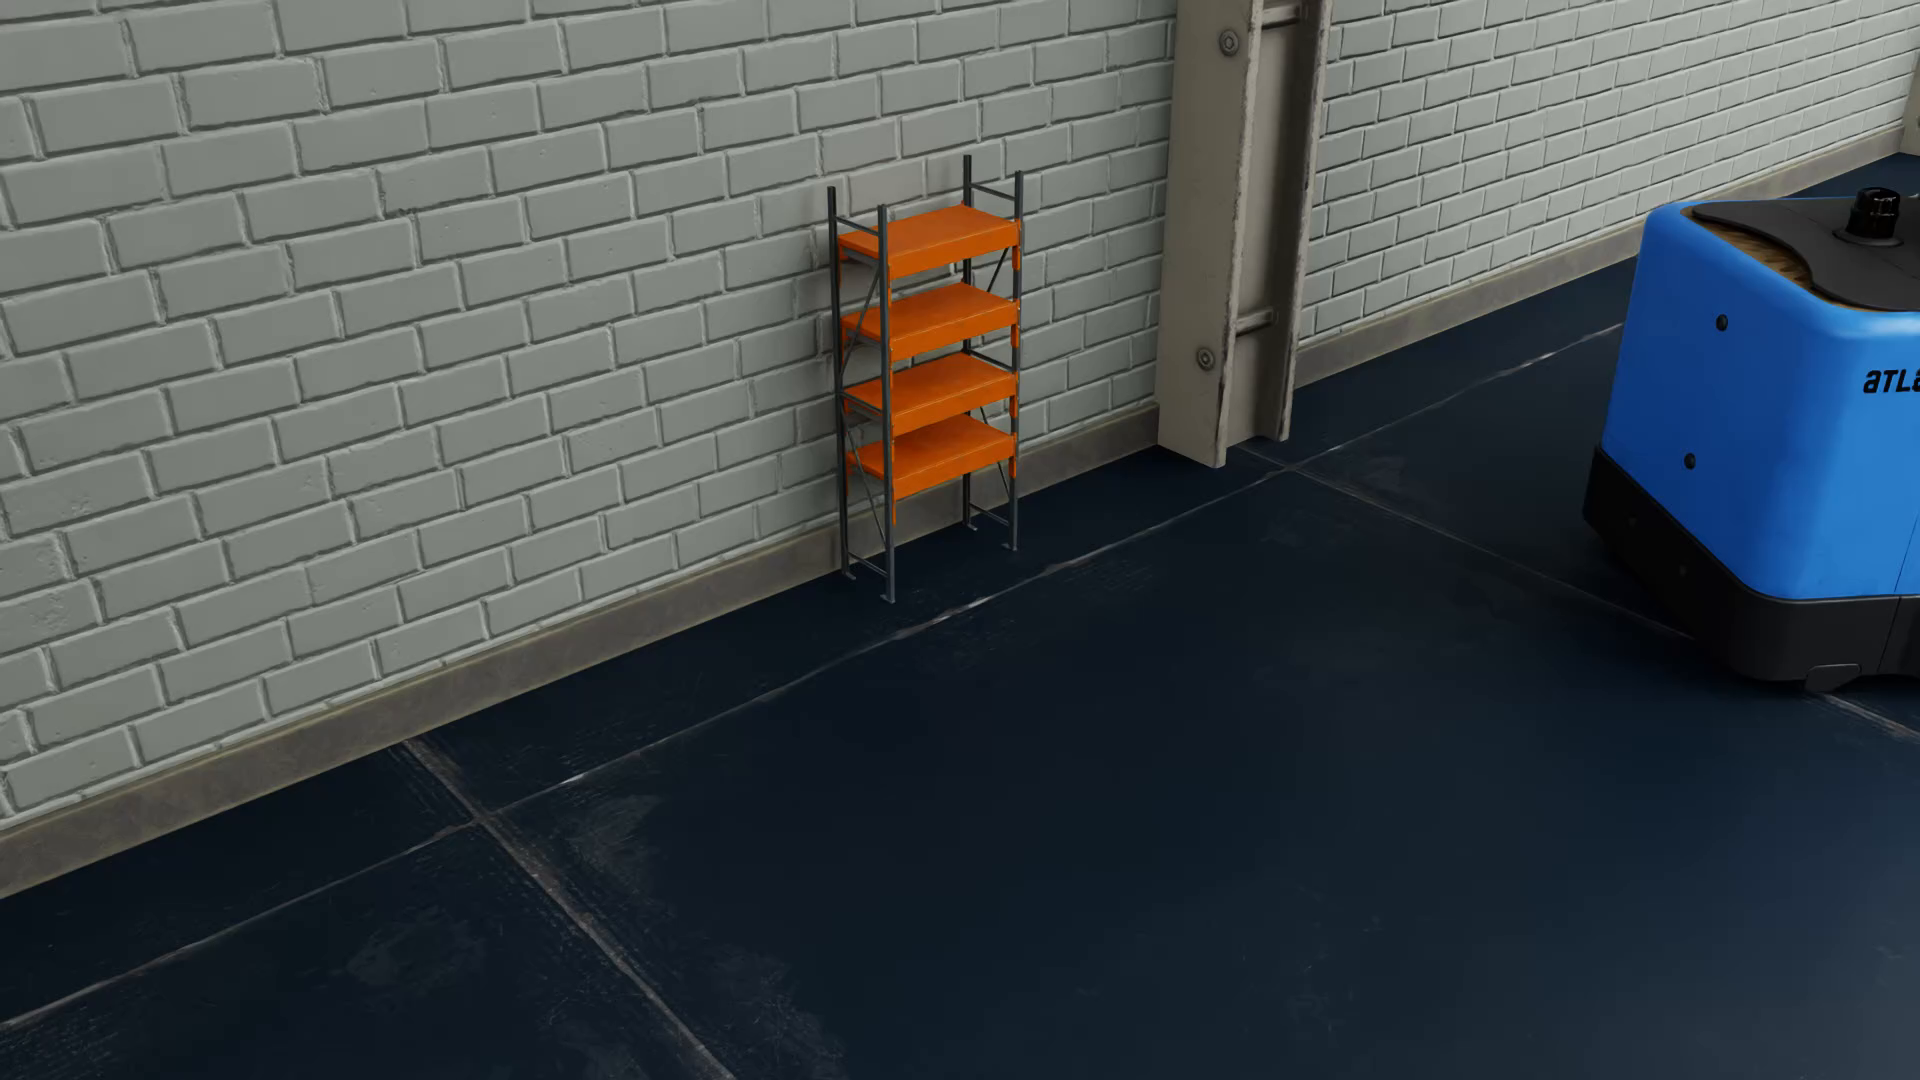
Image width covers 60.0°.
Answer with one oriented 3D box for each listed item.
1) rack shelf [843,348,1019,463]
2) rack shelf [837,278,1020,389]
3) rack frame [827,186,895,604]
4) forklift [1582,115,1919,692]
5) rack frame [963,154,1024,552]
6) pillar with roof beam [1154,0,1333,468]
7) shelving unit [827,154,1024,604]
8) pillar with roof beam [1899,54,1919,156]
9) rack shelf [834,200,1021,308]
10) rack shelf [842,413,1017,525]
[{"bbox_3d":[-0.091,-0.401,4.870,0.480,0.148,0.258,-22,35,-35],"label":"rack shelf"},{"bbox_3d":[-0.091,-0.598,4.764,0.480,0.148,0.258,-22,35,-35],"label":"rack shelf"},{"bbox_3d":[-0.275,-0.385,4.697,0.015,1.200,0.240,-22,35,-35],"label":"rack frame"},{"bbox_3d":[3.511,-1.171,4.332,3.031,2.935,1.130,-3,28,-5],"label":"forklift"},{"bbox_3d":[0.093,-0.536,4.979,0.015,1.200,0.240,-22,35,-35],"label":"rack frame"},{"bbox_3d":[3.721,-2.785,0.913,0.400,9.000,9.100,-22,35,-35],"label":"pillar with roof beam"},{"bbox_3d":[-0.091,-0.460,4.838,0.503,1.200,0.258,-22,35,-35],"label":"shelving unit"},{"bbox_3d":[8.285,-4.620,4.348,0.400,9.000,9.100,-22,35,-35],"label":"pillar with roof beam"},{"bbox_3d":[-0.091,-0.807,4.653,0.480,0.148,0.258,-22,35,-35],"label":"rack shelf"},{"bbox_3d":[-0.091,-0.226,4.964,0.480,0.148,0.258,-22,35,-35],"label":"rack shelf"}]
